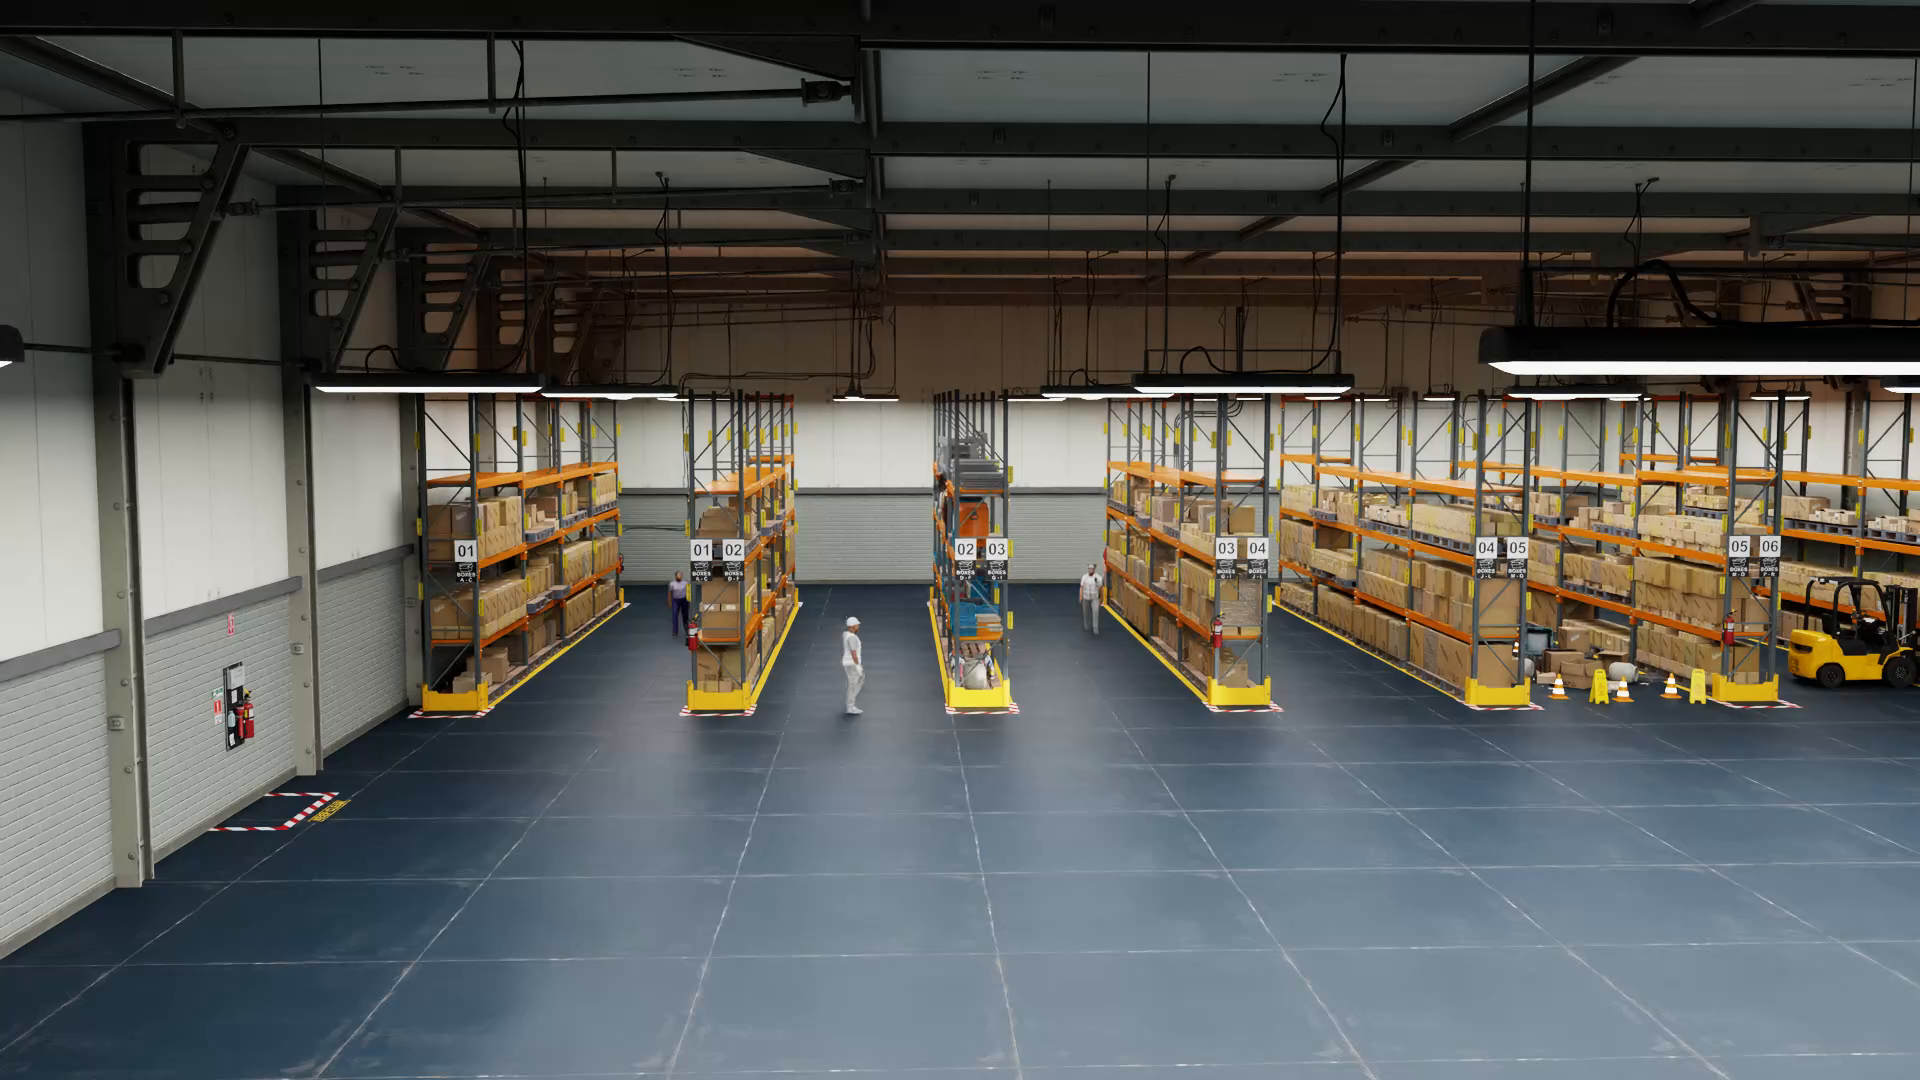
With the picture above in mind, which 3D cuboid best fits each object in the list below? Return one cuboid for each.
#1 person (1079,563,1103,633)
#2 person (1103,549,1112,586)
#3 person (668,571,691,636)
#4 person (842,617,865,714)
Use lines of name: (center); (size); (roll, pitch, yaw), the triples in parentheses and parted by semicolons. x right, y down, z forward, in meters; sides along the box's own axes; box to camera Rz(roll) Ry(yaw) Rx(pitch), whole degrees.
person: (3.298, 1.432, 41.769); (0.618, 1.719, 1.039); (0, 5, 0)
person: (4.493, 0.863, 49.138); (0.551, 1.740, 0.496); (-1, 5, -16)
person: (-6.952, 1.566, 41.295); (0.592, 1.575, 0.988); (0, 5, -3)
person: (-1.983, 2.323, 30.902); (0.417, 1.793, 0.661); (0, 5, -1)
